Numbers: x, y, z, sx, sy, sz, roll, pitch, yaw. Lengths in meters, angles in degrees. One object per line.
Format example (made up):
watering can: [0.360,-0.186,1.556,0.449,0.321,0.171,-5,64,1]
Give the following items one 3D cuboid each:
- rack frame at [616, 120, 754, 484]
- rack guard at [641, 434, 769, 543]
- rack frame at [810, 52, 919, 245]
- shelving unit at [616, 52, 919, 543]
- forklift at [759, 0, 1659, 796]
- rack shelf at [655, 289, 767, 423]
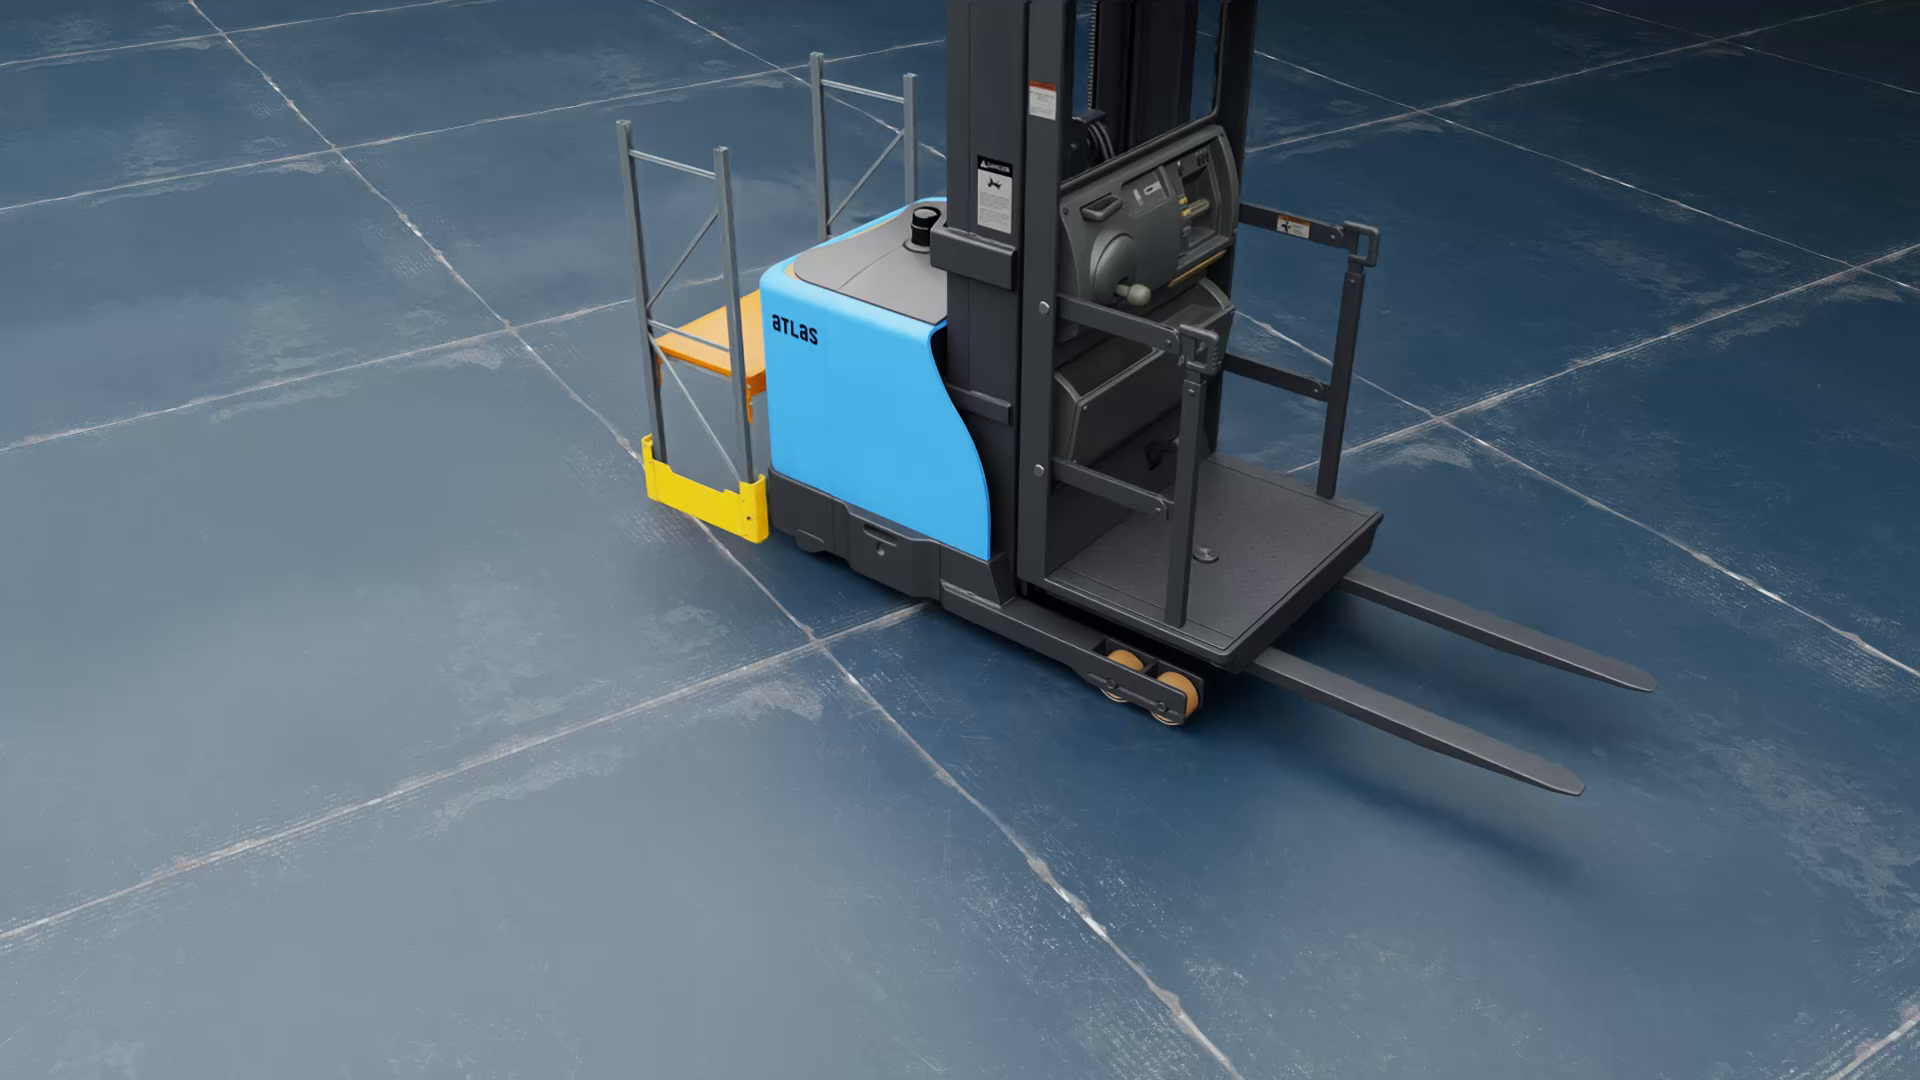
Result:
rack frame: [-0.973,-0.730,6.002,0.500,1.500,0.032,22,38,30]
rack guard: [-0.972,-0.202,6.337,0.587,0.250,0.087,22,38,30]
rack frame: [-0.369,-1.167,6.694,0.500,1.500,0.032,22,38,30]
shelving unit: [-0.676,-0.945,6.342,0.587,1.500,1.083,22,38,30]
forklift: [0.764,-0.970,5.040,3.031,2.935,1.130,23,39,32]
rack shelf: [-0.671,-0.796,6.444,0.538,0.185,1.000,22,38,30]
